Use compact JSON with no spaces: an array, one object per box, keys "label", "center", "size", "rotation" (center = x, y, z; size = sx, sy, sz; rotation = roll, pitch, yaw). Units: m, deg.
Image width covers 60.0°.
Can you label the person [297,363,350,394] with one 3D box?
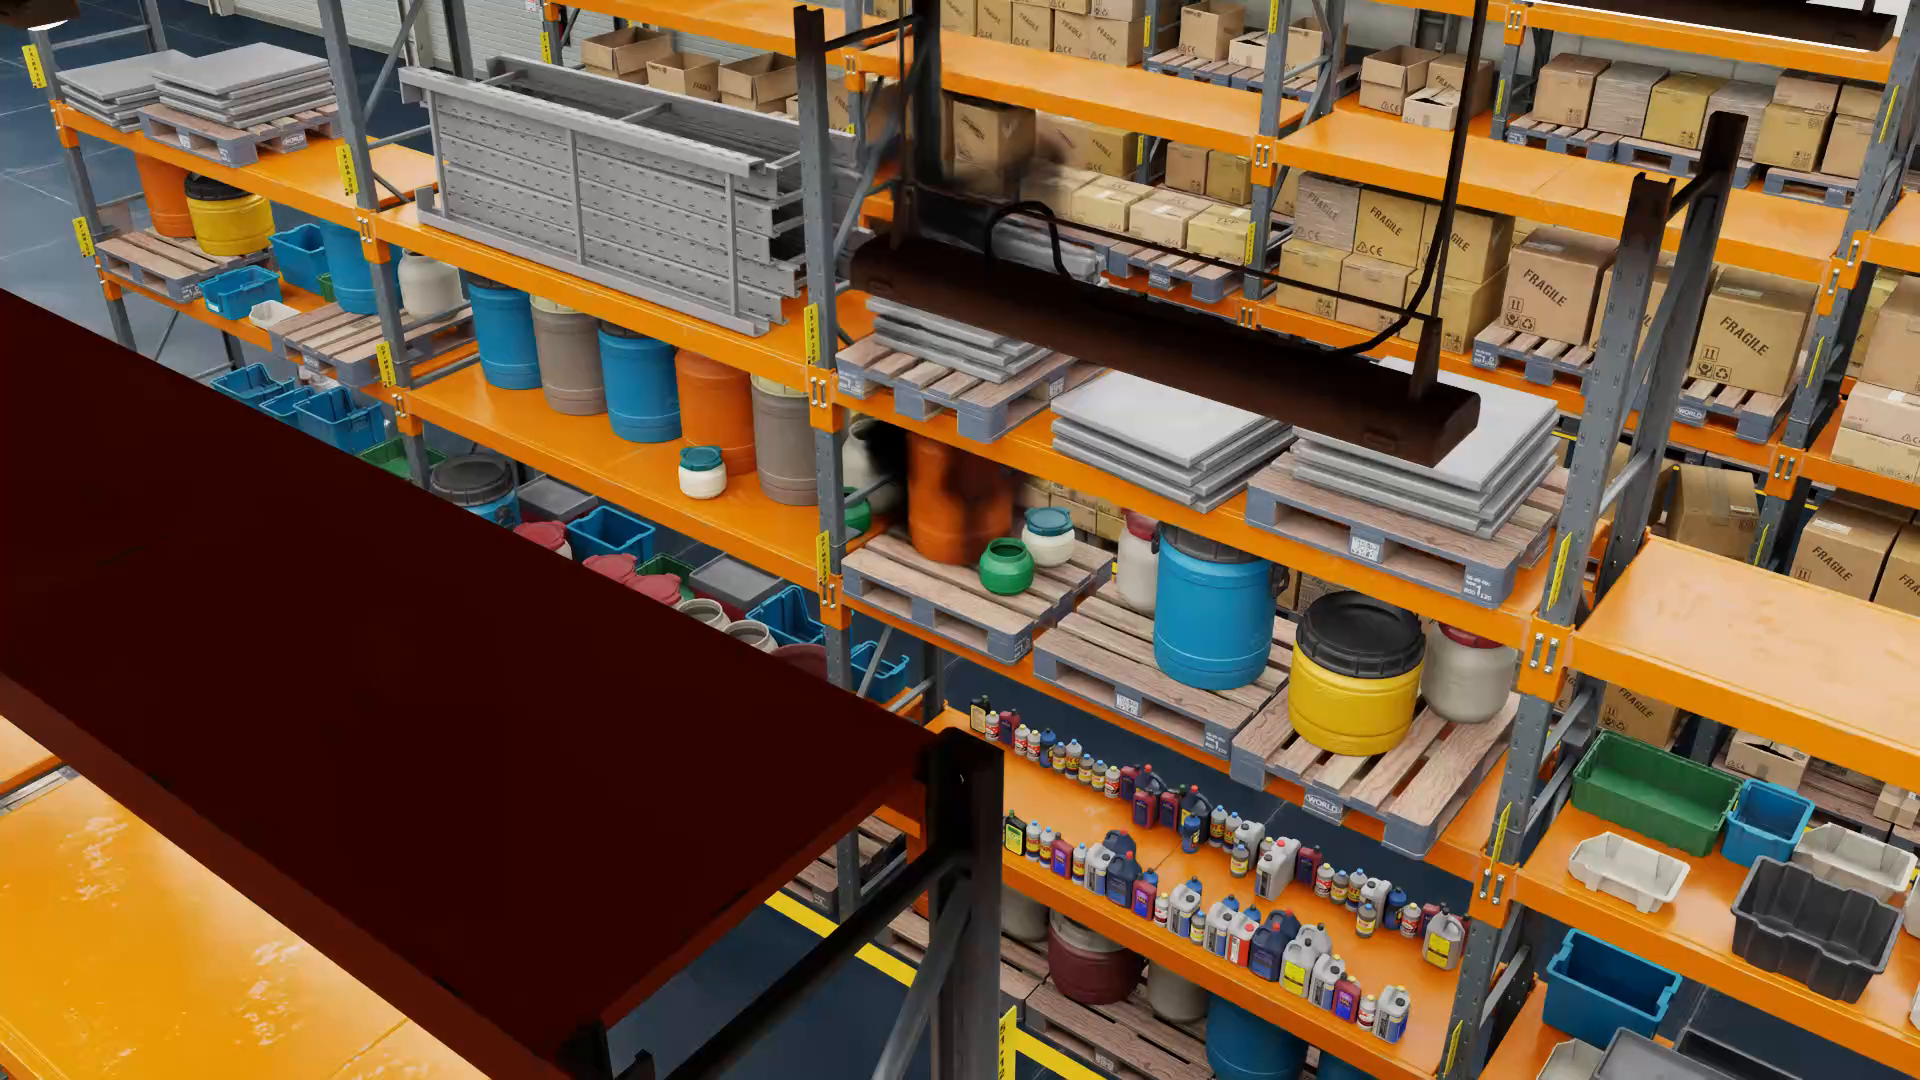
[{"label":"person","center":[-6.075,-1.408,16.018],"size":[0.627,1.684,0.592],"rotation":[9,33,15]}]

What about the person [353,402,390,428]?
[{"label":"person","center":[-6.167,-1.496,16.297],"size":[0.864,1.467,0.601],"rotation":[-1,31,-1]}]
